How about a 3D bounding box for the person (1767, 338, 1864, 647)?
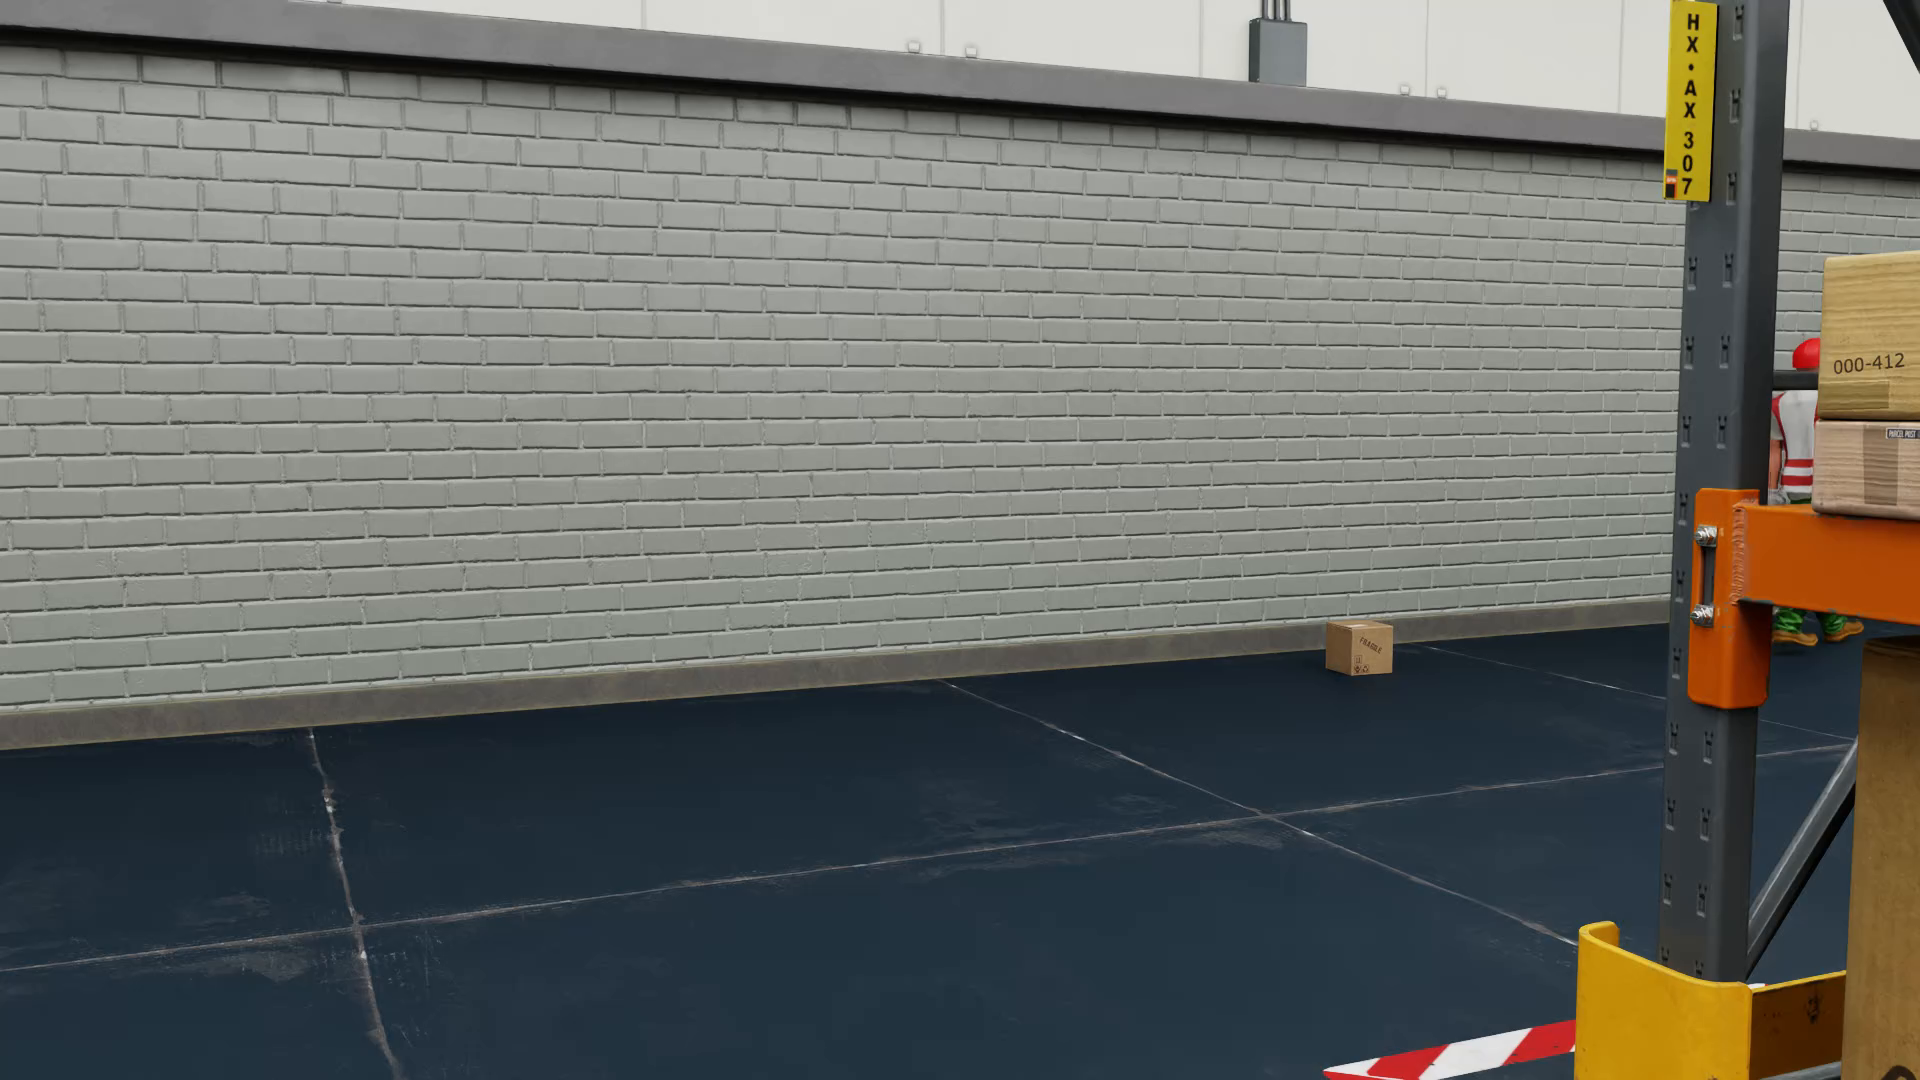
[{"bbox_3d":[4.944,-0.263,9.462,0.919,1.757,0.544,-2,6,-21],"label":"person"}]
